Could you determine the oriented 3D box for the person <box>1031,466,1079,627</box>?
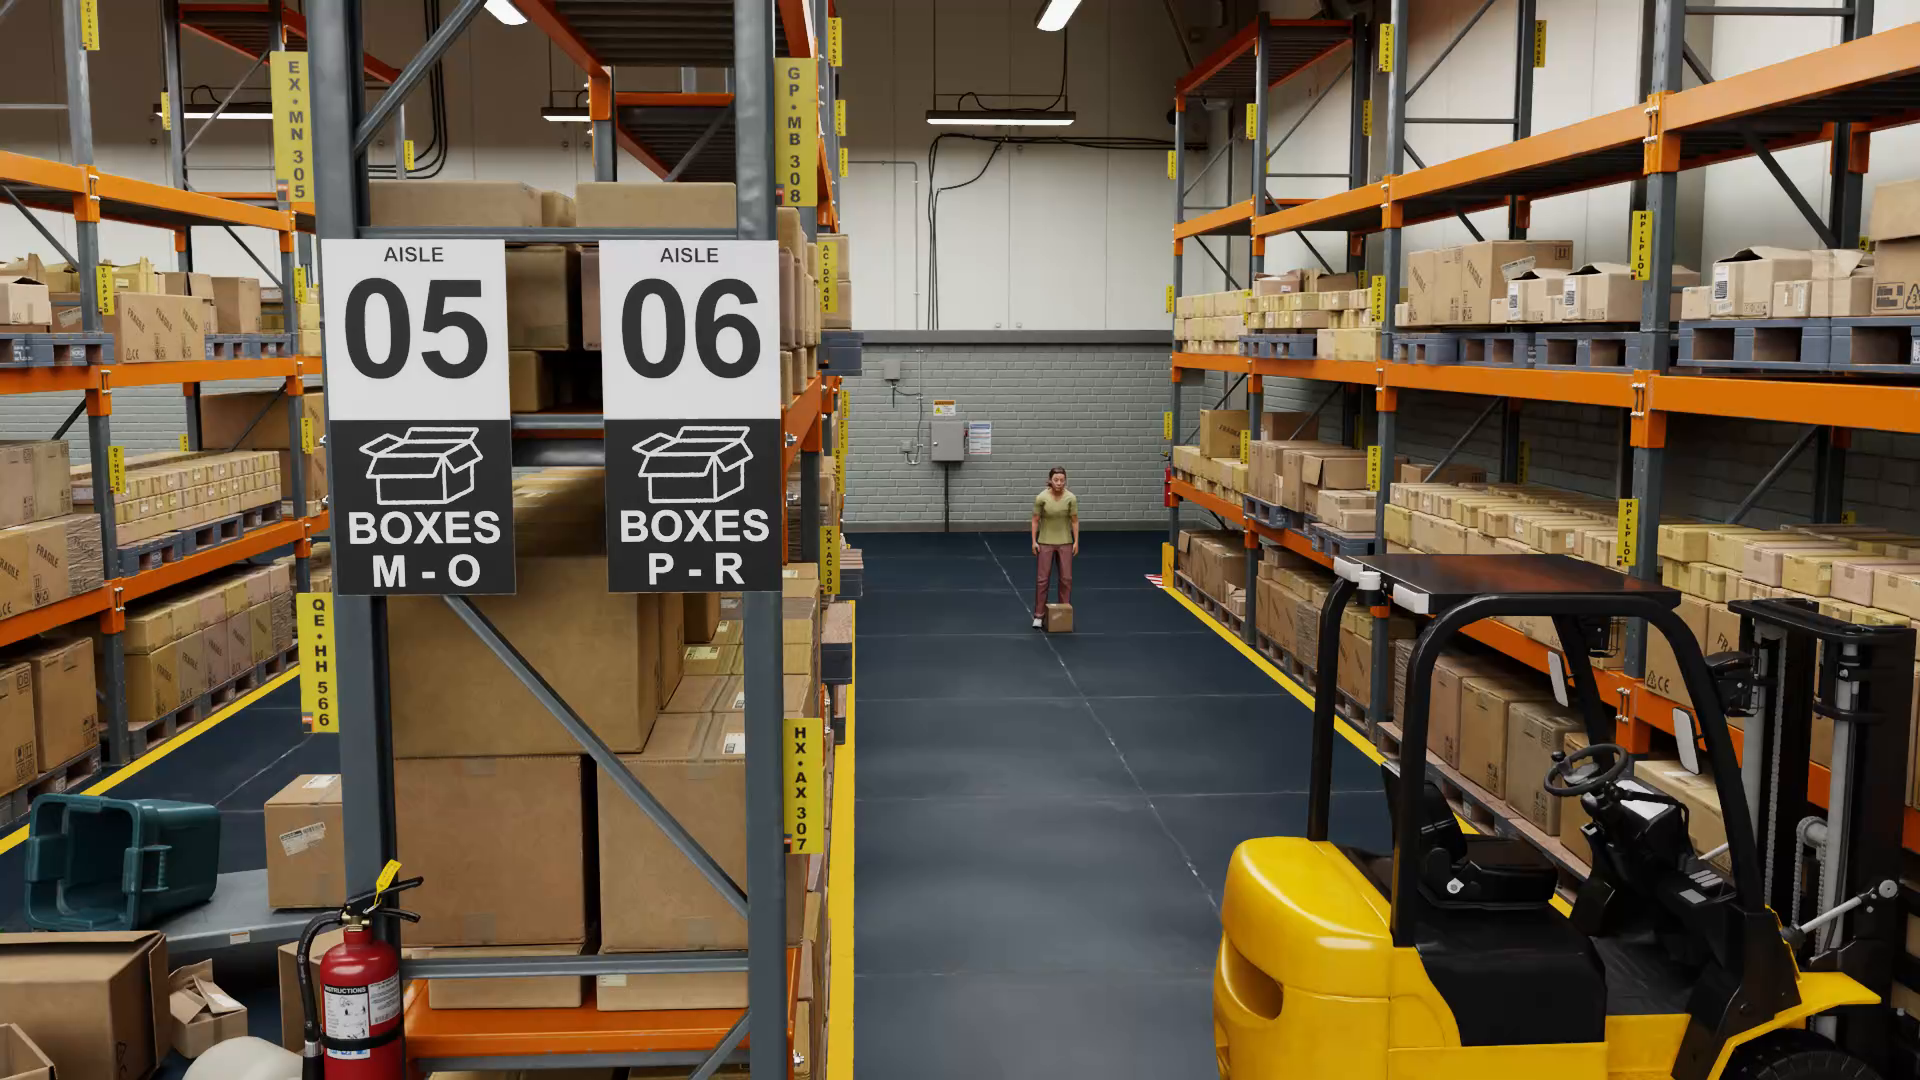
[{"bbox_3d":[0.990,0.062,17.247,0.499,1.673,0.357,0,7,-3],"label":"person"}]
